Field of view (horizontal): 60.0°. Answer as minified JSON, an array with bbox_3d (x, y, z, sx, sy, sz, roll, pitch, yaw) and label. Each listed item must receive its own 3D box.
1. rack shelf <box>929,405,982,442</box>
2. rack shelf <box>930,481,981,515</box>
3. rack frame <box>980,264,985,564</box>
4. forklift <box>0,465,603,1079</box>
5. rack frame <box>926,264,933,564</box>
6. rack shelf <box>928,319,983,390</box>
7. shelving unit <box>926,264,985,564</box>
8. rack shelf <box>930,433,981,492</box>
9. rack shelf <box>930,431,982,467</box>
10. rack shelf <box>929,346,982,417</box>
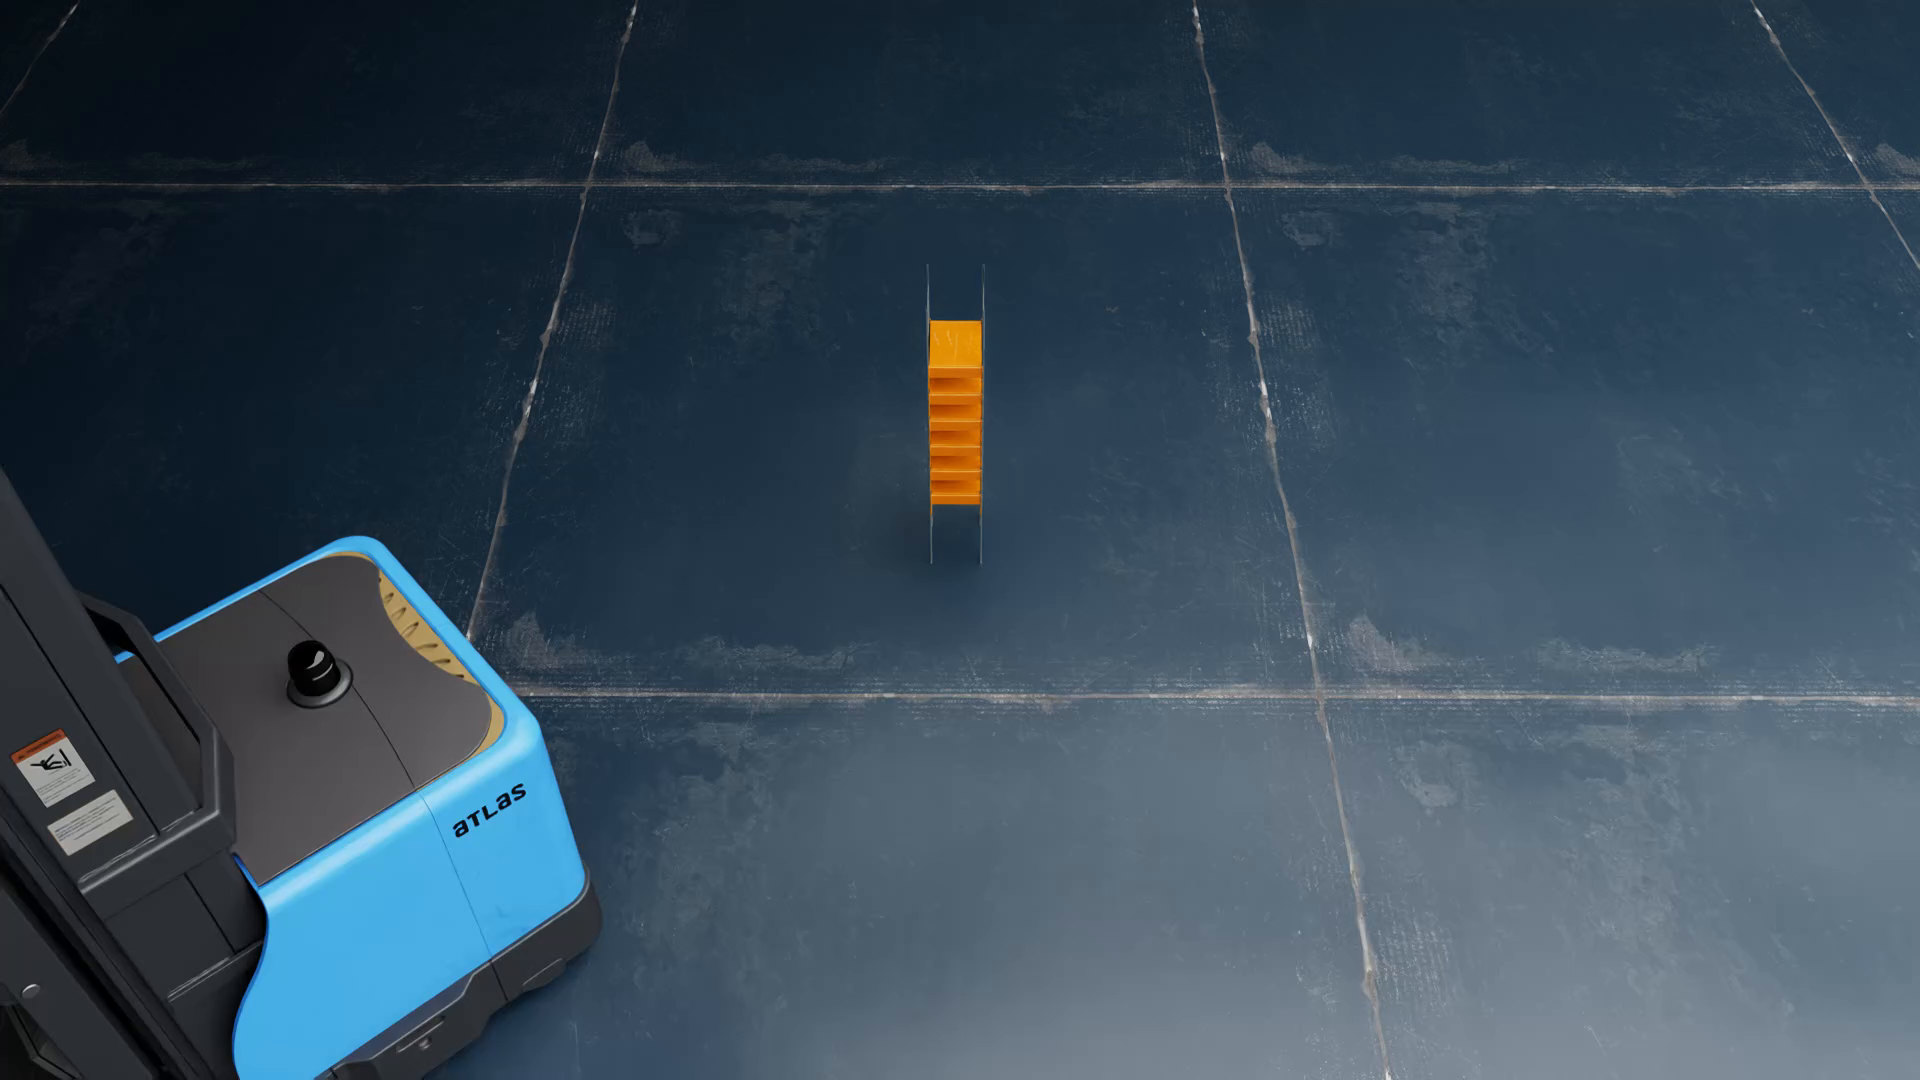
[{"bbox_3d":[-0.014,-0.460,5.756,0.180,0.103,0.258,0,47,0],"label":"rack shelf"},{"bbox_3d":[-0.014,-0.215,6.019,0.180,0.103,0.258,0,47,0],"label":"rack shelf"},{"bbox_3d":[0.077,-0.409,5.811,0.006,1.200,0.240,0,47,0],"label":"rack frame"},{"bbox_3d":[-2.527,0.672,3.622,3.031,2.935,1.130,-33,55,-27],"label":"forklift"},{"bbox_3d":[-0.106,-0.409,5.811,0.006,1.200,0.240,0,47,0],"label":"rack frame"},{"bbox_3d":[-0.014,-0.624,5.580,0.180,0.103,0.258,0,47,0],"label":"rack shelf"},{"bbox_3d":[-0.014,-0.409,5.811,0.189,1.200,0.258,0,47,0],"label":"shelving unit"},{"bbox_3d":[-0.014,-0.297,5.931,0.180,0.103,0.258,0,47,0],"label":"rack shelf"},{"bbox_3d":[-0.014,-0.379,5.843,0.180,0.103,0.258,0,47,0],"label":"rack shelf"},{"bbox_3d":[-0.014,-0.542,5.668,0.180,0.103,0.258,0,47,0],"label":"rack shelf"}]
